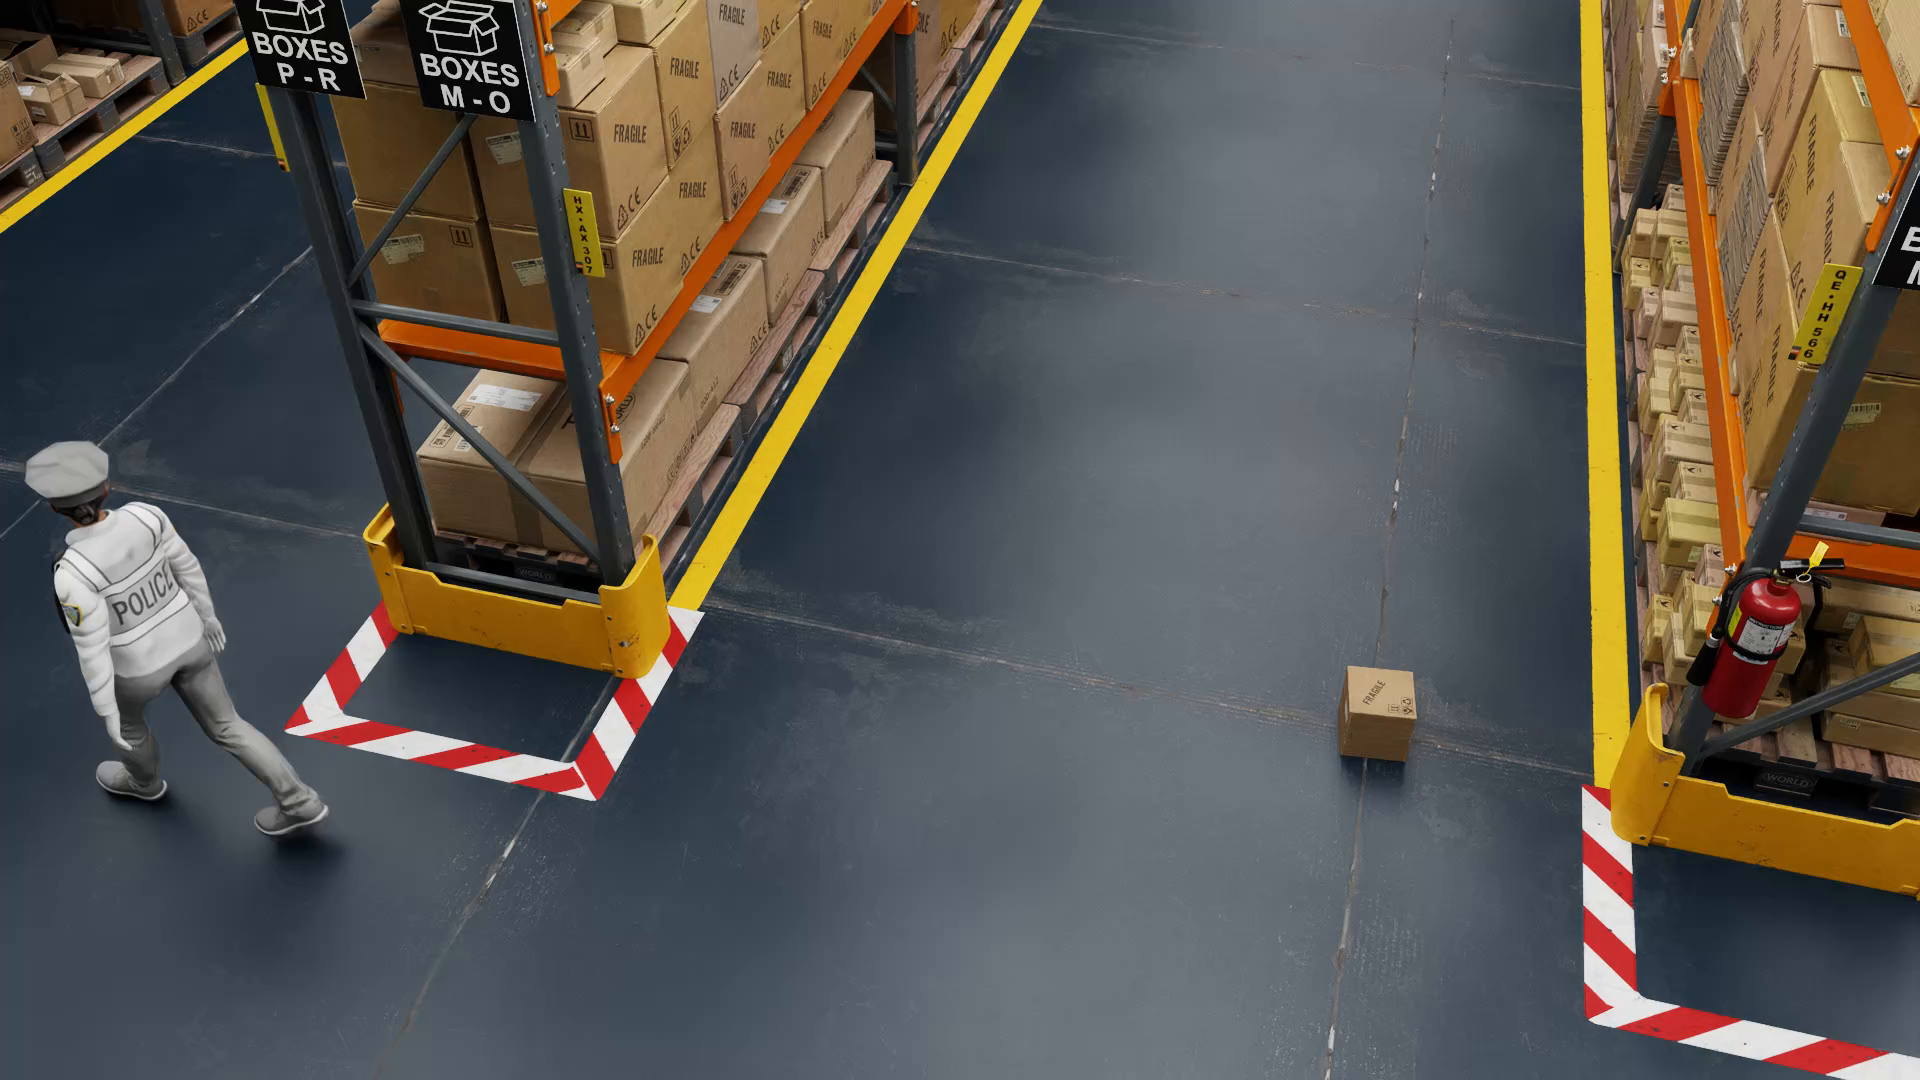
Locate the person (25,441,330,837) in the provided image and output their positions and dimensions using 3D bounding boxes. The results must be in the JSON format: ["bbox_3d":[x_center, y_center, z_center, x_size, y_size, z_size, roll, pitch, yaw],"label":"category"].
[{"bbox_3d":[-2.784,0.393,5.721,0.996,1.609,0.580,20,45,21],"label":"person"}]
